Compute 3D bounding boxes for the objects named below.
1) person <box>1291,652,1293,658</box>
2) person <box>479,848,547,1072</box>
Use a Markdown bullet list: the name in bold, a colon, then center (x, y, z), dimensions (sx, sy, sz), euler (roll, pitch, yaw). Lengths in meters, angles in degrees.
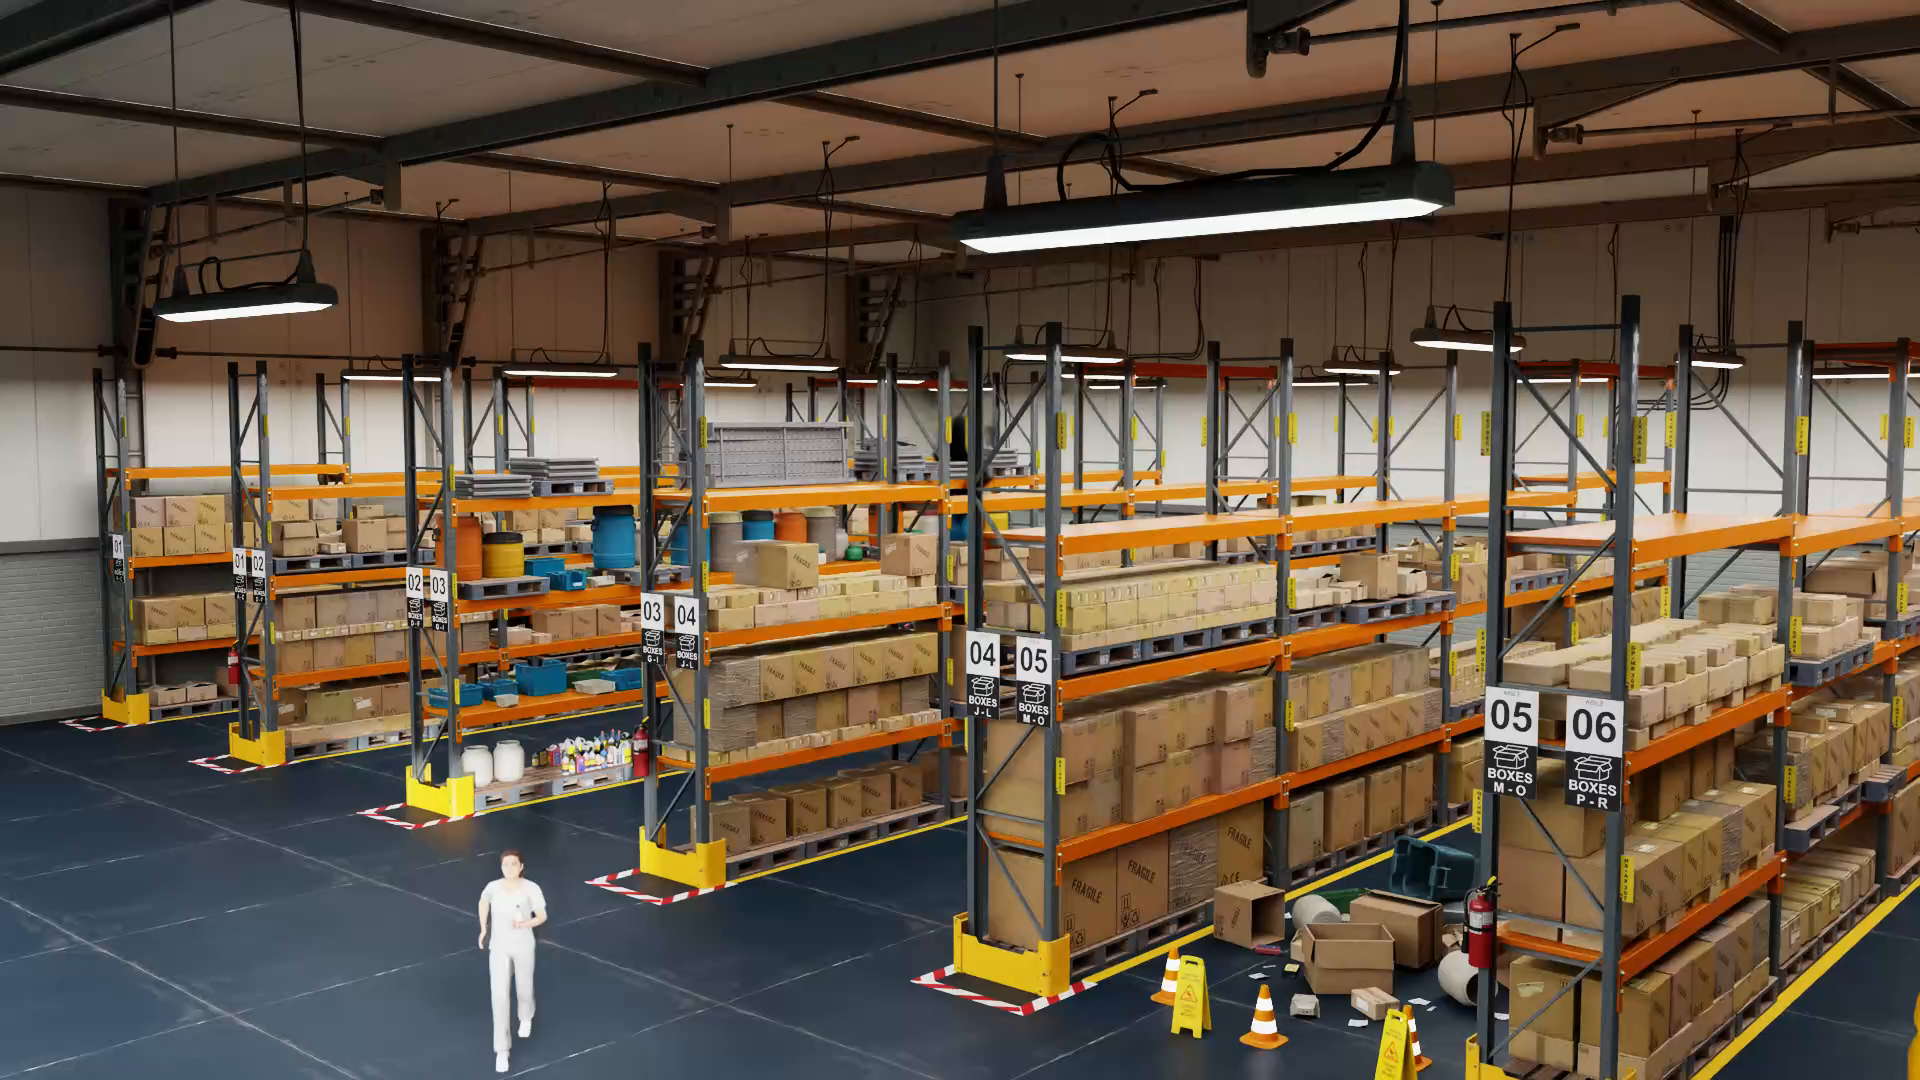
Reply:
- **person**: center (4.921, 2.474, 24.918), dimensions (0.661, 1.778, 0.832), euler (3, 5, 32)
- **person**: center (-3.615, 3.312, 13.428), dimensions (0.567, 1.664, 0.946), euler (-1, 4, -8)
